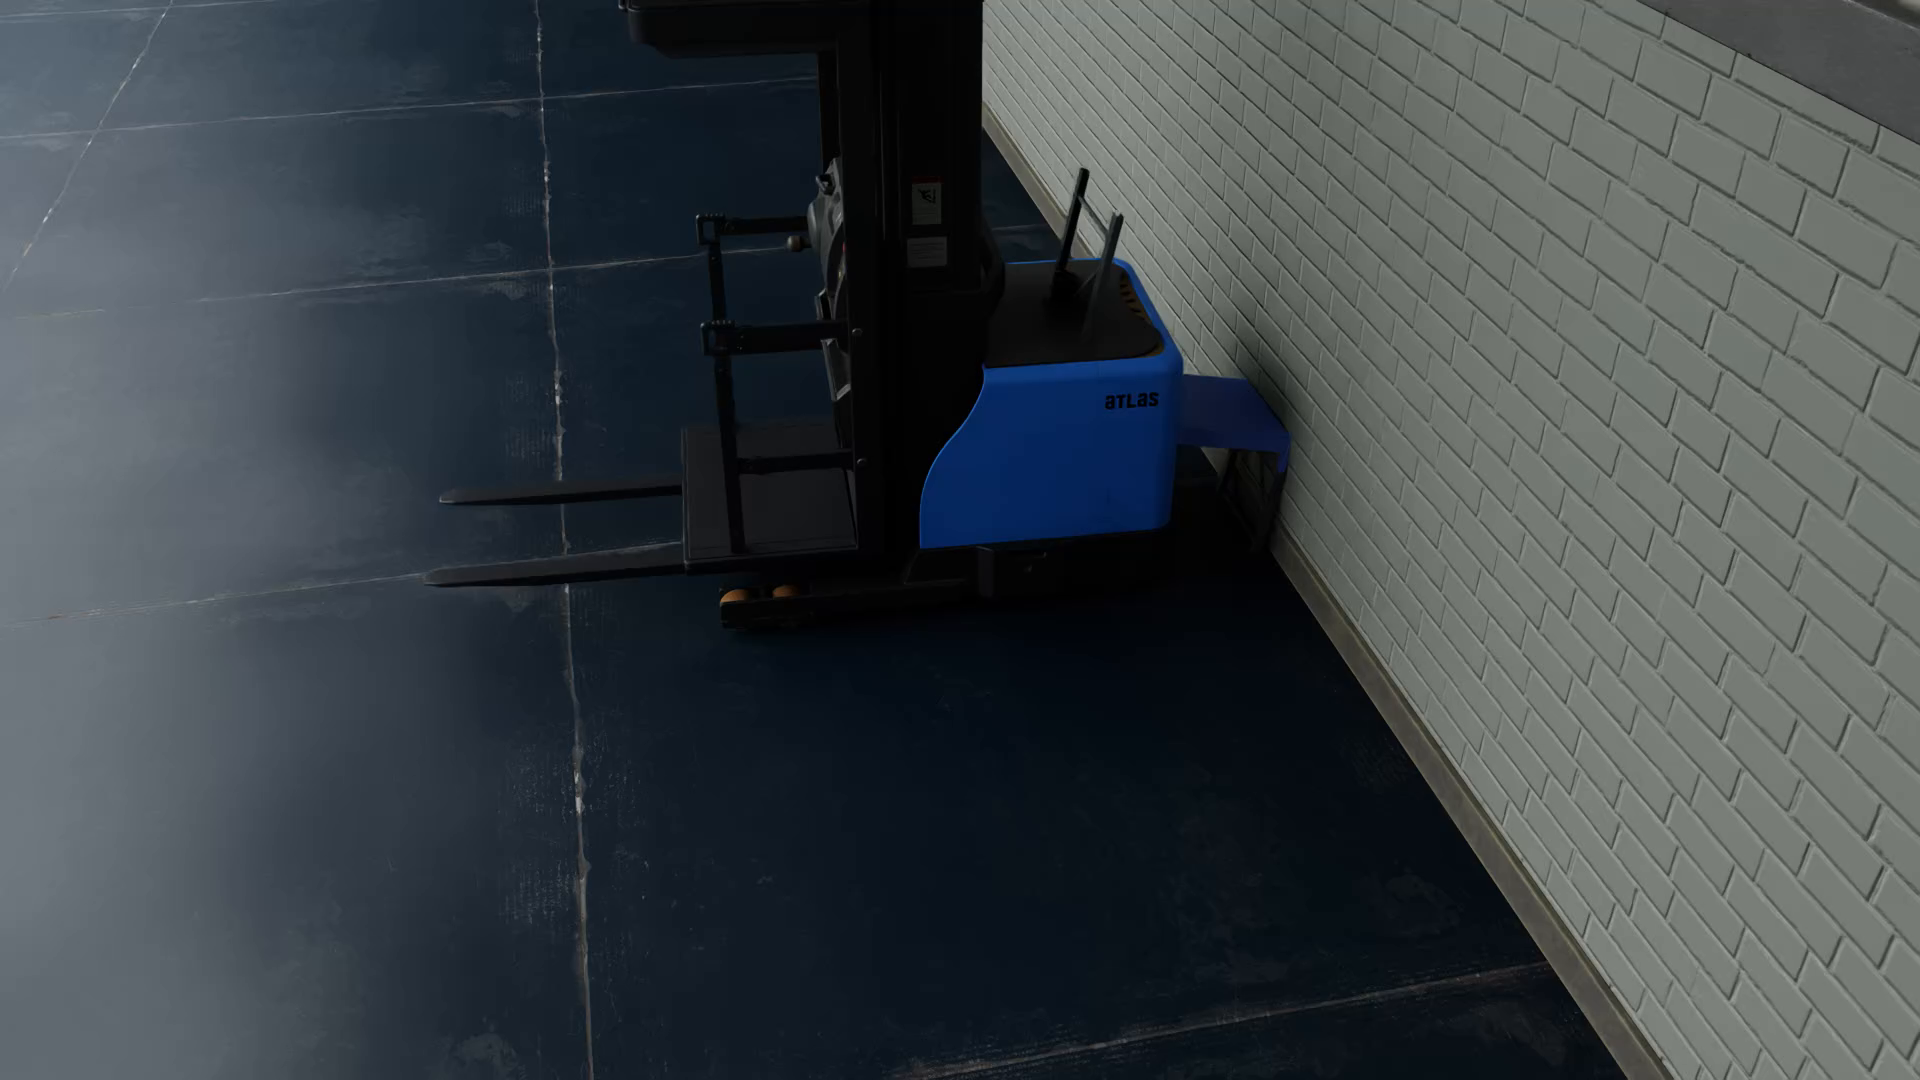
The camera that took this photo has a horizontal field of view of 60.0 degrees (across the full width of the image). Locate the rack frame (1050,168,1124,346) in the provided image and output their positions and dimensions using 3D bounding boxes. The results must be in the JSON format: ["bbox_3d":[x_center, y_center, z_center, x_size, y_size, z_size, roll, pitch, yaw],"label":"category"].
[{"bbox_3d":[0.389,-0.701,6.727,0.032,1.500,0.500,3,32,-17],"label":"rack frame"}]

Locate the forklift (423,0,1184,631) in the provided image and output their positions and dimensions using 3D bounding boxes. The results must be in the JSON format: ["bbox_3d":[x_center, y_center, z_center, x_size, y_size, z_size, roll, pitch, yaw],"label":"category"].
[{"bbox_3d":[-0.682,-1.167,6.358,3.031,2.935,1.130,-5,34,-7],"label":"forklift"}]

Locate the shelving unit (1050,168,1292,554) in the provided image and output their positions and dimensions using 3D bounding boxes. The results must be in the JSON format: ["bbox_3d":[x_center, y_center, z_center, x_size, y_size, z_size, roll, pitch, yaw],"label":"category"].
[{"bbox_3d":[0.875,-0.674,6.874,1.048,1.500,0.538,3,32,-17],"label":"shelving unit"}]

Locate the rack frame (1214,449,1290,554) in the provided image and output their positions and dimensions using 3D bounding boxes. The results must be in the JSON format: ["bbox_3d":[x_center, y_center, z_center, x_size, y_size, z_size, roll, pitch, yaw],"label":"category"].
[{"bbox_3d":[1.361,-0.647,7.021,0.032,1.500,0.500,3,32,-17],"label":"rack frame"}]

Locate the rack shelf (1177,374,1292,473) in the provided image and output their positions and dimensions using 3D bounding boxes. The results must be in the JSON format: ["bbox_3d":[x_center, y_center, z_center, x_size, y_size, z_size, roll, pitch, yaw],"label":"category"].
[{"bbox_3d":[0.839,-0.523,6.965,1.000,0.185,0.538,3,32,-17],"label":"rack shelf"}]
